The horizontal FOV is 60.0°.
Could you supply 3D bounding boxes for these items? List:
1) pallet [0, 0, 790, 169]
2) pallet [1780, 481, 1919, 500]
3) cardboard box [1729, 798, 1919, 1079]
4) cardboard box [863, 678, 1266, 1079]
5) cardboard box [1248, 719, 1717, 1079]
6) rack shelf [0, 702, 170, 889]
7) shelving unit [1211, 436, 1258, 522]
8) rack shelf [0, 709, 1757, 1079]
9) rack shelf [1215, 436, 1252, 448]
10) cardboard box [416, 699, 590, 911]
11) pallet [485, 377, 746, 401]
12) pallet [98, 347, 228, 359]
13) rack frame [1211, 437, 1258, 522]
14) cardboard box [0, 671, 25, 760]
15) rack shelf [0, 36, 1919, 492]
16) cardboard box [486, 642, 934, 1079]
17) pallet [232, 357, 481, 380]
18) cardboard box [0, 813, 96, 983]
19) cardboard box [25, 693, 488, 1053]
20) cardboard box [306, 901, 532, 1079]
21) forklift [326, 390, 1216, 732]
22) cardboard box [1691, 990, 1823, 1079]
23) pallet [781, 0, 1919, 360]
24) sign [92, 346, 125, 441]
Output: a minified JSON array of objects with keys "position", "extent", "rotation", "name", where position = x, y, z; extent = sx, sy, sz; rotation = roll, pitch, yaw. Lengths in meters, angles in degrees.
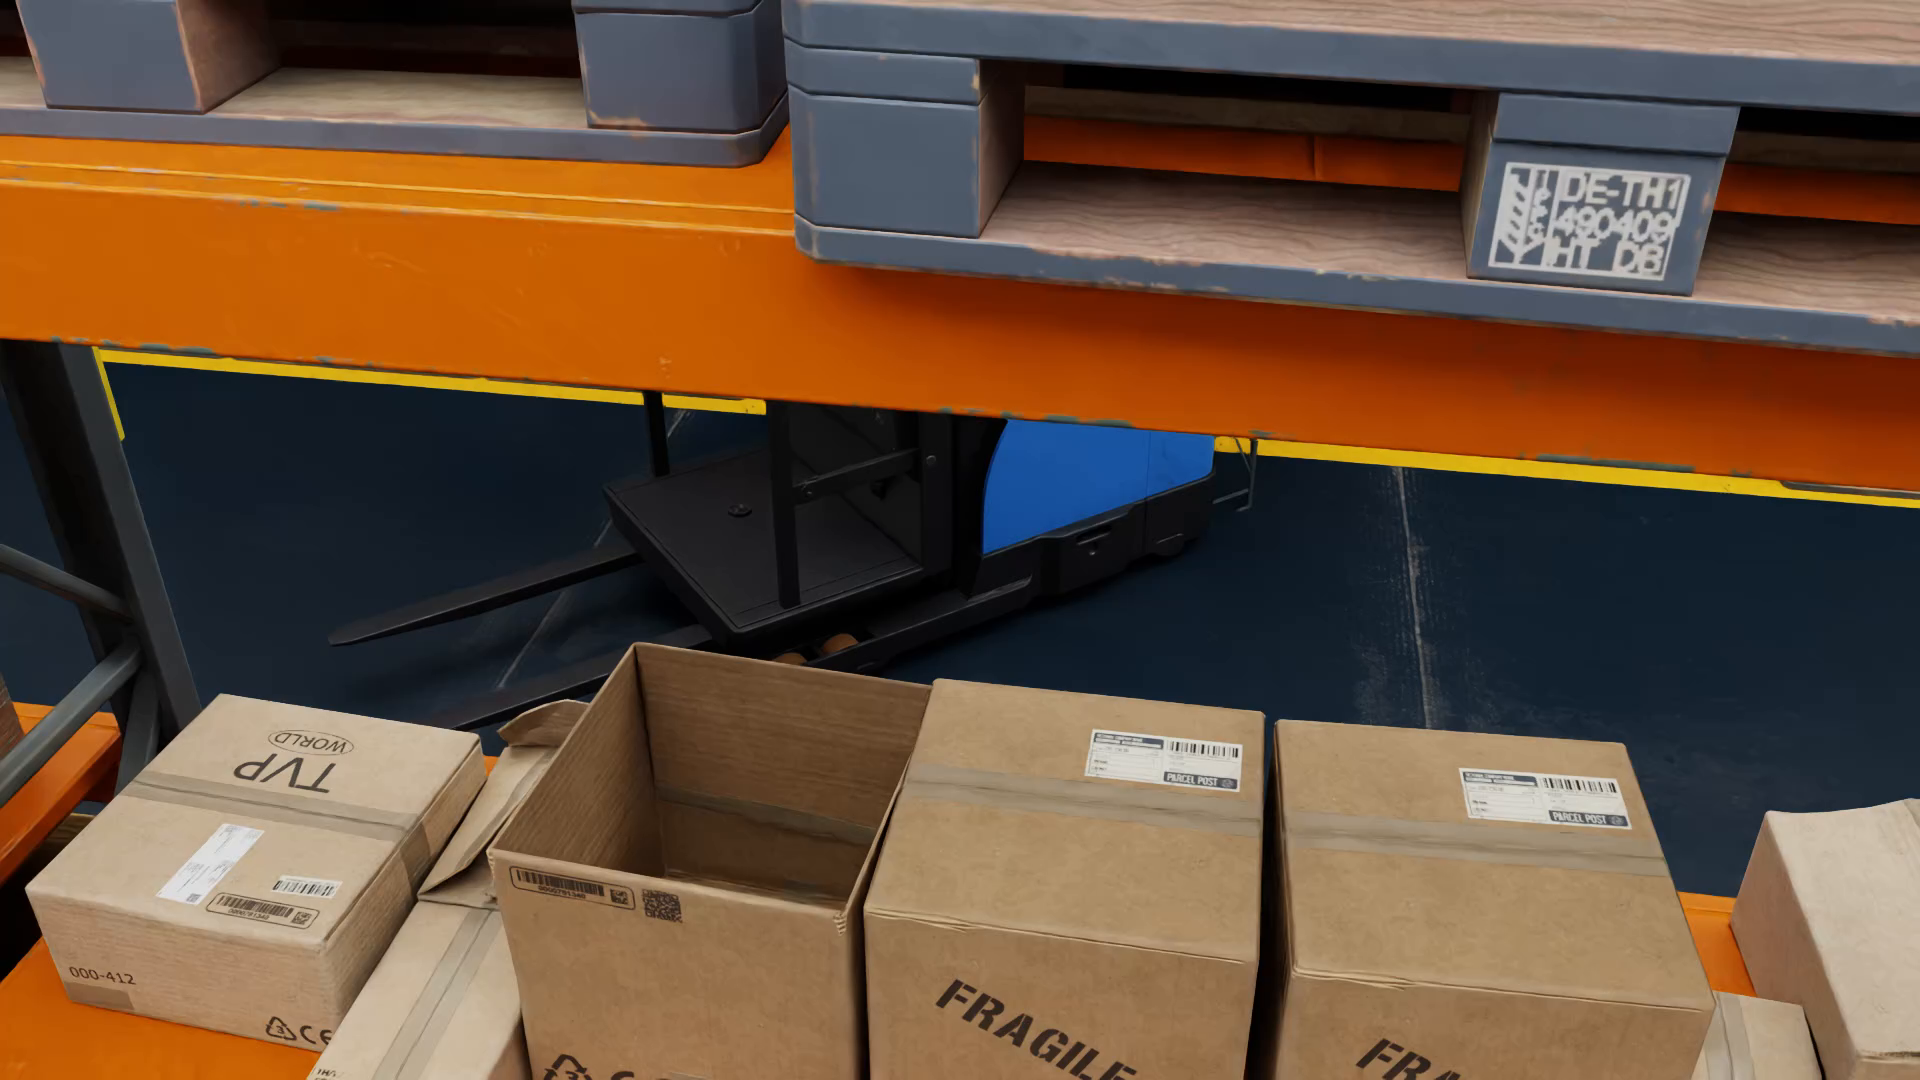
[{"position":[-0.732,-0.675,1.854],"extent":[1.217,0.209,0.805],"rotation":[4,32,6],"name":"pallet"},{"position":[3.934,-0.498,6.847],"extent":[1.213,0.211,1.003],"rotation":[5,32,8],"name":"pallet"},{"position":[1.491,0.658,2.456],"extent":[0.500,0.311,0.500],"rotation":[5,32,8],"name":"cardboard box"},{"position":[0.164,0.570,2.418],"extent":[0.500,0.500,0.500],"rotation":[5,32,8],"name":"cardboard box"},{"position":[0.683,0.617,2.342],"extent":[0.500,0.500,0.500],"rotation":[3,32,6],"name":"cardboard box"},{"position":[-3.575,0.570,3.190],"extent":[4.000,0.370,1.077],"rotation":[5,32,8],"name":"rack shelf"},{"position":[0.892,-0.711,6.254],"extent":[0.258,1.200,0.503],"rotation":[-19,37,-27],"name":"shelving unit"},{"position":[0.368,0.927,2.619],"extent":[4.000,0.370,1.077],"rotation":[5,32,8],"name":"rack shelf"},{"position":[0.892,-0.485,6.395],"extent":[0.258,0.148,0.480],"rotation":[-19,37,-27],"name":"rack shelf"},{"position":[-0.706,0.483,2.777],"extent":[0.258,0.266,0.396],"rotation":[4,32,7],"name":"cardboard box"},{"position":[-1.441,-1.007,7.659],"extent":[1.213,0.211,1.003],"rotation":[5,32,8],"name":"pallet"},{"position":[-3.847,-1.225,8.007],"extent":[1.213,0.211,1.003],"rotation":[5,32,8],"name":"pallet"},{"position":[1.024,-0.602,6.080],"extent":[0.240,1.200,0.015],"rotation":[-19,37,-27],"name":"rack frame"},{"position":[-2.042,0.365,2.745],"extent":[0.500,0.500,0.700],"rotation":[4,32,7],"name":"cardboard box"},{"position":[0.368,-0.344,1.824],"extent":[4.000,0.370,1.077],"rotation":[5,32,8],"name":"rack shelf"},{"position":[-0.330,0.526,2.489],"extent":[0.500,0.500,0.500],"rotation":[7,33,12],"name":"cardboard box"},{"position":[-2.648,-1.114,7.831],"extent":[1.213,0.211,1.003],"rotation":[5,32,8],"name":"pallet"},{"position":[-2.008,0.908,3.461],"extent":[0.500,0.500,0.500],"rotation":[5,32,8],"name":"cardboard box"},{"position":[-1.110,0.529,2.720],"extent":[0.500,0.250,0.500],"rotation":[7,33,11],"name":"cardboard box"},{"position":[-0.764,0.736,2.483],"extent":[0.250,0.149,0.380],"rotation":[5,32,8],"name":"cardboard box"},{"position":[-0.580,-1.028,5.130],"extent":[3.031,2.935,1.130],"rotation":[-19,37,-27],"name":"forklift"},{"position":[1.073,0.823,2.345],"extent":[0.250,0.149,0.380],"rotation":[8,33,12],"name":"cardboard box"},{"position":[0.553,-0.503,1.577],"extent":[1.213,0.211,1.003],"rotation":[7,33,10],"name":"pallet"},{"position":[-1.521,-0.298,2.882],"extent":[0.005,0.325,0.100],"rotation":[5,32,8],"name":"sign"}]
